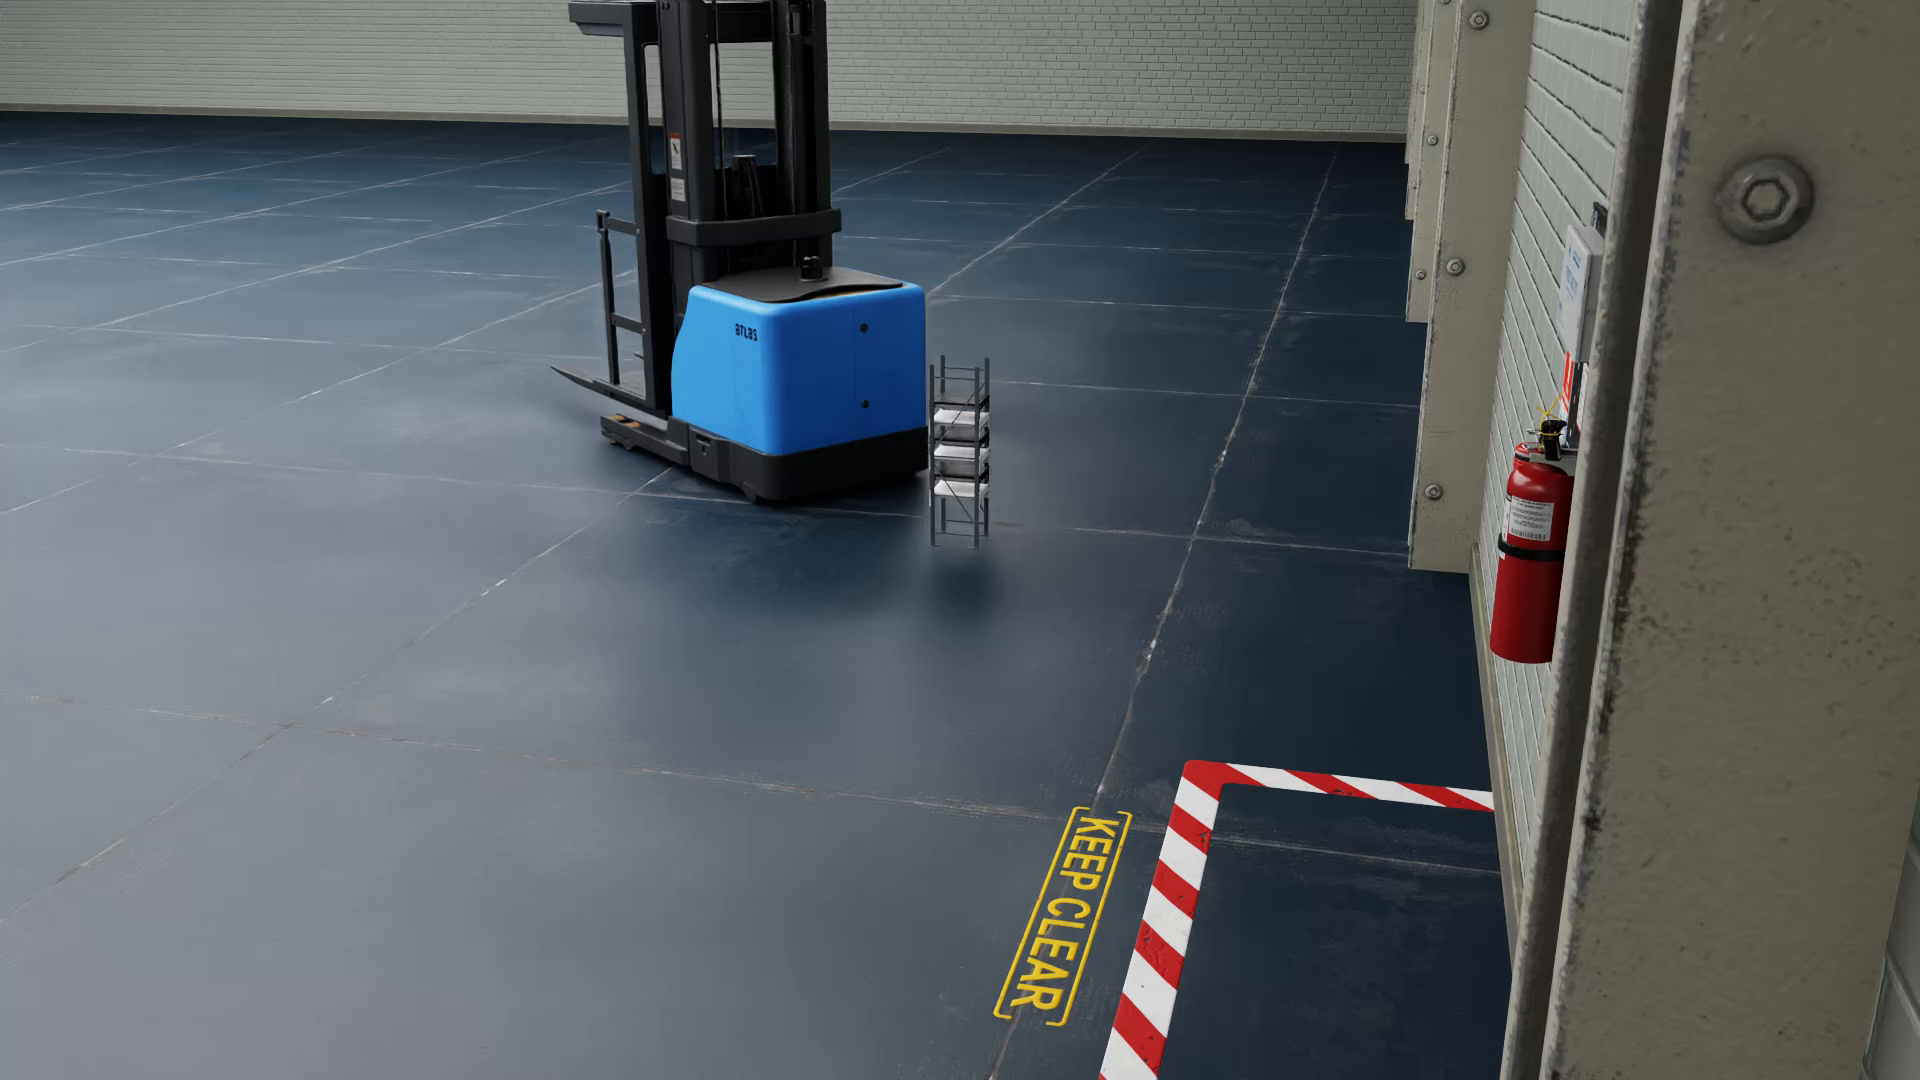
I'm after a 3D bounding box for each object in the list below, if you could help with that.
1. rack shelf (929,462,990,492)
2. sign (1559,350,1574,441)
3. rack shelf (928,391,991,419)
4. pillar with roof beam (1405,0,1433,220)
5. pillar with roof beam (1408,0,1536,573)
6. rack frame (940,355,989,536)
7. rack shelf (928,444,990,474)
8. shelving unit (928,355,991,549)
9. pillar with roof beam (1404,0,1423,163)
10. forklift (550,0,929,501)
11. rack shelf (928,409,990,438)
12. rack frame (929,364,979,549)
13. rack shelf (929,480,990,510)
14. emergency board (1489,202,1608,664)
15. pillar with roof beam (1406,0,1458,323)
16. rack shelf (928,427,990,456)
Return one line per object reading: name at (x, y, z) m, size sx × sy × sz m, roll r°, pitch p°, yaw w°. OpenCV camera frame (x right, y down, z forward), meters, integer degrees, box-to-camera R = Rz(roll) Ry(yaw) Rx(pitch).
rack shelf at (-0.002, -0.307, 8.075) m, size 0.258 × 0.077 × 0.200 m, roll 5°, pitch 19°, yaw 13°
sign at (1.710, -0.409, 4.689) m, size 0.001 × 0.329 × 0.234 m, roll 5°, pitch 19°, yaw 13°
rack shelf at (-0.002, -0.647, 7.958) m, size 0.258 × 0.077 × 0.200 m, roll 5°, pitch 19°, yaw 13°
pillar with roof beam at (1.058, -8.276, 18.496) m, size 9.100 × 9.000 × 0.400 m, roll 5°, pitch 19°, yaw 13°
pillar with roof beam at (-1.874, -4.515, 7.484) m, size 9.100 × 9.000 × 0.400 m, roll 5°, pitch 19°, yaw 13°
rack frame at (0.023, -0.455, 8.128) m, size 0.240 × 0.900 × 0.006 m, roll 5°, pitch 19°, yaw 13°
rack shelf at (-0.002, -0.392, 8.045) m, size 0.258 × 0.077 × 0.200 m, roll 5°, pitch 19°, yaw 13°
shelving unit at (-0.002, -0.423, 8.035) m, size 0.258 × 0.900 × 0.210 m, roll 5°, pitch 19°, yaw 13°
pillar with roof beam at (2.524, -10.157, 24.001) m, size 9.100 × 9.000 × 0.400 m, roll 5°, pitch 19°, yaw 13°
forklift at (-1.475, -1.998, 9.502) m, size 1.130 × 2.935 × 3.031 m, roll -14°, pitch 23°, yaw -36°
rack shelf at (-0.002, -0.562, 7.987) m, size 0.258 × 0.077 × 0.200 m, roll 5°, pitch 19°, yaw 13°
rack frame at (-0.027, -0.391, 7.941) m, size 0.240 × 0.900 × 0.006 m, roll 5°, pitch 19°, yaw 13°
rack shelf at (-0.002, -0.221, 8.104) m, size 0.258 × 0.077 × 0.200 m, roll 5°, pitch 19°, yaw 13°
emergency board at (1.475, -0.227, 4.211) m, size 0.194 × 1.169 × 0.643 m, roll 5°, pitch 19°, yaw 13°
pillar with roof beam at (-0.408, -6.395, 12.990) m, size 9.100 × 9.000 × 0.400 m, roll 5°, pitch 19°, yaw 13°
rack shelf at (-0.002, -0.477, 8.016) m, size 0.258 × 0.077 × 0.200 m, roll 5°, pitch 19°, yaw 13°
